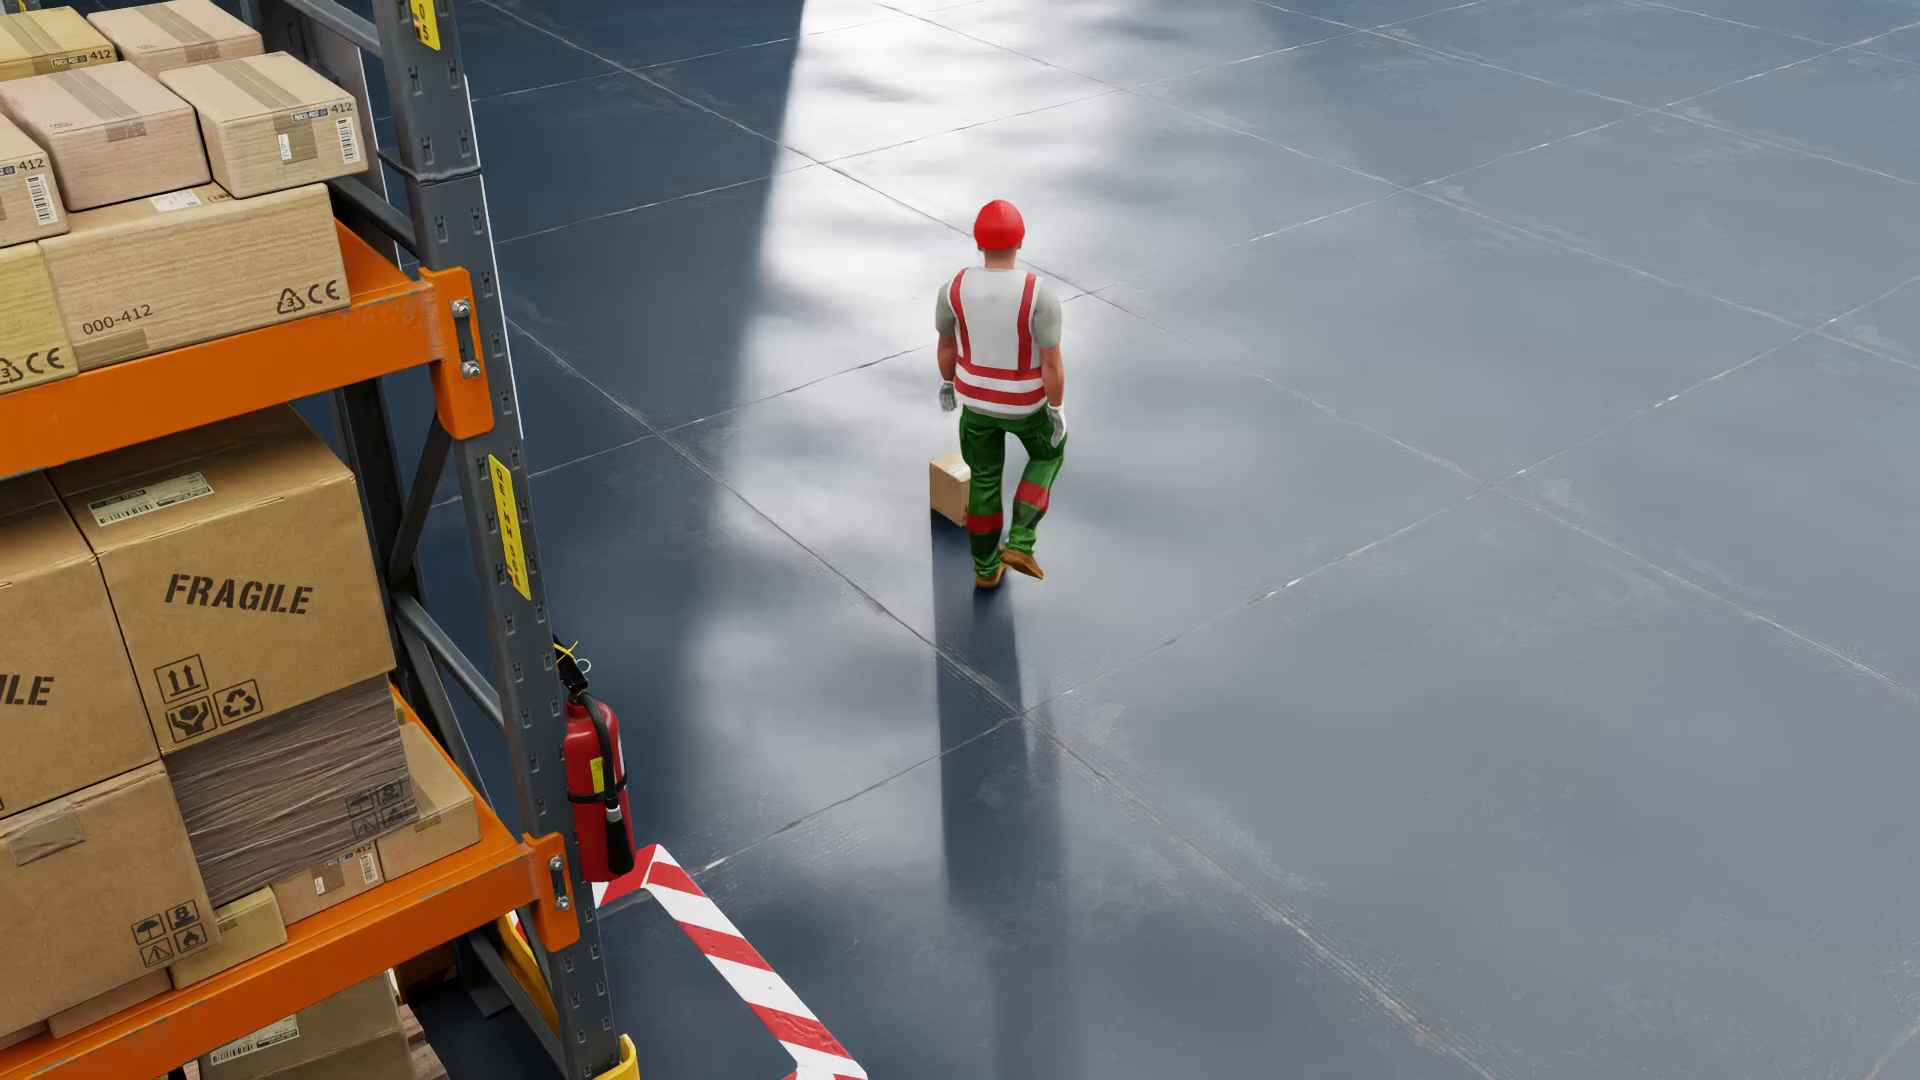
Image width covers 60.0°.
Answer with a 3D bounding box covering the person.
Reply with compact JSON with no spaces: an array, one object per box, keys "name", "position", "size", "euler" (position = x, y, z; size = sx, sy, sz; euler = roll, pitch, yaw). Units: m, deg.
[{"name":"person","position":[0.182,-0.614,7.052],"size":[0.599,1.781,0.452],"euler":[8,33,13]}]
